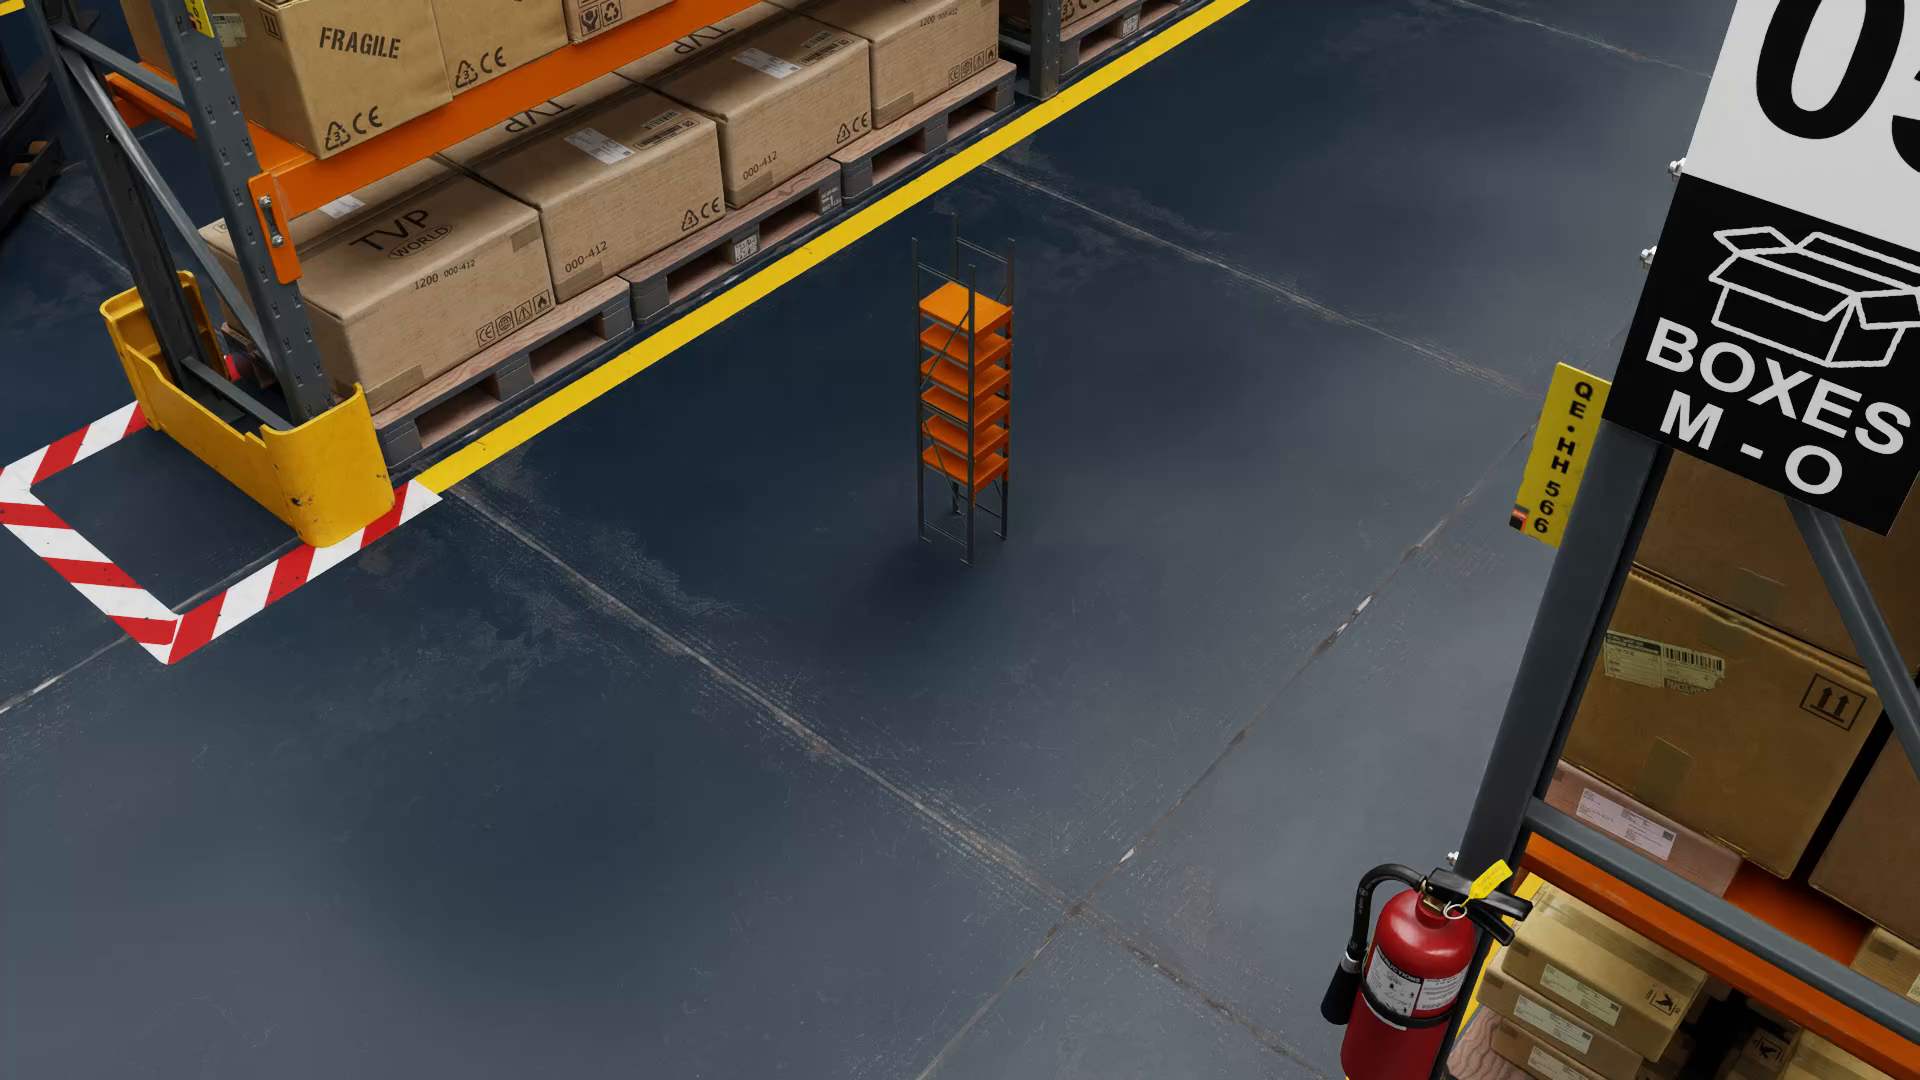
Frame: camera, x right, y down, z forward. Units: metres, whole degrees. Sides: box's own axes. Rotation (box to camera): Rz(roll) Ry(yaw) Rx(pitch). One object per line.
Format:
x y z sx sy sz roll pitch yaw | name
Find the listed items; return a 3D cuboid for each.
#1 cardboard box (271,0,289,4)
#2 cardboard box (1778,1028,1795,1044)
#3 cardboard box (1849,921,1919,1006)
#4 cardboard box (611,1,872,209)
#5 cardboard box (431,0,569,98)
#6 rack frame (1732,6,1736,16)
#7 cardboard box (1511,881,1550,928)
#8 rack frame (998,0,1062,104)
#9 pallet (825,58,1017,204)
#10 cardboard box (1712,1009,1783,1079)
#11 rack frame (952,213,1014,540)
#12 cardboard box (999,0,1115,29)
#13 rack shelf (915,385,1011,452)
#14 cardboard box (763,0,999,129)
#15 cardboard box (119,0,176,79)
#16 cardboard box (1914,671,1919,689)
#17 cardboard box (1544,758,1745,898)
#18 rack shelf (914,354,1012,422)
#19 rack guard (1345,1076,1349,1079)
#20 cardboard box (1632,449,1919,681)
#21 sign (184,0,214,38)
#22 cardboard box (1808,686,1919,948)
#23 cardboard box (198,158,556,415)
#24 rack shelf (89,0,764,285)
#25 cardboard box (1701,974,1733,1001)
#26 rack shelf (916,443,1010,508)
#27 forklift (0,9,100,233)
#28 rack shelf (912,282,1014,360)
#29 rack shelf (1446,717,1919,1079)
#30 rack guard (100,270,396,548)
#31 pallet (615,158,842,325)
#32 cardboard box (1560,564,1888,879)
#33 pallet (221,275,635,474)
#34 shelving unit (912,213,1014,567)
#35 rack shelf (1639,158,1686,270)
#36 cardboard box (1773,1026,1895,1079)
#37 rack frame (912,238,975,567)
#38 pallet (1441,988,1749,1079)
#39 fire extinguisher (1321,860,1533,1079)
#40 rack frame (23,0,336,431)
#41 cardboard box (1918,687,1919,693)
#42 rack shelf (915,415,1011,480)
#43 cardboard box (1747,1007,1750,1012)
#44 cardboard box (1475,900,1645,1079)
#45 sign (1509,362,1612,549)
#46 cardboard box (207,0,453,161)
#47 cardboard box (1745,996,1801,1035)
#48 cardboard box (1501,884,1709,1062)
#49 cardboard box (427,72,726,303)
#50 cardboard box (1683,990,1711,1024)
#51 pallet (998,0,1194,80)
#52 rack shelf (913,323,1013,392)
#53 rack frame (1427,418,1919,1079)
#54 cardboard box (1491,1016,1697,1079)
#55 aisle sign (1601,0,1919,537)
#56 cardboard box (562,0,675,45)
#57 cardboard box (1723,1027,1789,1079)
-1.987 -1.949 4.846 0.500 0.500 0.500 28 49 28 | cardboard box
2.092 1.187 3.800 0.380 0.149 0.250 29 50 28 | cardboard box
1.799 0.741 2.892 0.380 0.149 0.250 29 50 28 | cardboard box
-1.002 -1.947 7.254 0.875 0.438 0.875 28 49 27 | cardboard box
-1.681 -1.850 5.481 0.500 0.500 0.500 29 50 28 | cardboard box
1.339 -1.546 0.762 1.000 3.000 0.127 29 50 28 | rack frame
1.606 1.035 4.189 0.380 0.149 0.250 31 51 30 | cardboard box
0.060 -3.477 7.345 1.000 3.000 0.127 29 50 28 | rack frame
-0.489 -2.088 7.890 1.003 0.211 1.213 29 50 28 | pallet
2.027 1.271 3.929 0.380 0.149 0.250 29 50 28 | cardboard box
0.068 -0.498 5.406 0.240 1.200 0.006 29 50 28 | rack frame
0.398 -3.201 8.308 0.875 0.875 0.875 31 51 30 | cardboard box
0.009 -0.419 5.384 0.258 0.103 0.180 29 50 28 | rack shelf
-0.426 -2.408 7.761 0.875 0.438 0.875 29 50 28 | cardboard box
-2.407 -1.818 5.445 0.500 0.500 0.500 30 50 29 | cardboard box
2.165 0.128 3.084 0.500 0.500 0.500 30 50 29 | cardboard box
1.333 0.476 3.184 0.380 0.149 0.250 30 50 28 | cardboard box
0.009 -0.507 5.304 0.258 0.103 0.180 29 50 28 | rack shelf
1.388 1.559 3.664 1.175 0.500 0.348 29 50 28 | rack guard
1.443 -0.187 2.687 0.500 0.500 0.500 28 49 28 | cardboard box
-2.093 -1.524 4.494 0.100 0.325 0.005 29 50 28 | sign
1.840 0.415 2.769 0.500 0.500 0.500 32 51 30 | cardboard box
-2.166 -1.008 6.222 0.875 0.438 0.875 28 49 27 | cardboard box
-1.227 -2.182 6.454 1.077 0.370 4.000 29 50 28 | rack shelf
1.692 0.866 3.933 0.380 0.149 0.250 30 50 29 | cardboard box
0.009 -0.241 5.546 0.258 0.103 0.180 29 50 28 | rack shelf
-4.641 -2.562 6.389 1.130 2.935 3.031 0 42 0 | forklift
0.009 -0.685 5.142 0.258 0.103 0.180 29 50 28 | rack shelf
2.627 -0.090 4.154 1.077 0.370 4.000 29 50 28 | rack shelf
-2.530 -0.481 5.907 1.175 0.500 0.348 29 50 28 | rack guard
-1.274 -1.457 7.196 1.003 0.211 1.213 29 50 28 | pallet
1.432 0.183 3.023 0.500 0.500 0.500 31 50 29 | cardboard box
-2.060 -0.832 6.508 1.003 0.211 1.213 29 50 28 | pallet
0.009 -0.451 5.355 0.258 1.200 0.189 29 50 28 | shelving unit
2.627 -1.200 3.145 1.077 0.370 4.000 29 50 28 | rack shelf
1.937 1.230 3.532 0.380 0.149 0.250 27 49 27 | cardboard box
-0.050 -0.404 5.303 0.240 1.200 0.006 29 50 28 | rack frame
1.938 1.263 4.204 1.003 0.211 1.213 29 50 28 | pallet
0.824 0.770 3.008 0.296 0.674 0.183 29 50 28 | fire extinguisher
-2.514 -1.418 5.080 1.000 3.000 0.127 29 50 28 | rack frame
1.831 0.040 2.438 0.500 0.500 0.500 29 50 28 | cardboard box
0.009 -0.330 5.465 0.258 0.103 0.180 29 50 28 | rack shelf
2.182 1.140 4.073 0.380 0.149 0.250 30 50 29 | cardboard box
1.461 1.067 3.932 0.380 0.149 0.250 28 49 27 | cardboard box
0.927 -0.123 2.560 0.100 0.325 0.005 29 50 28 | sign
-1.986 -1.578 5.181 0.500 0.500 0.500 29 50 28 | cardboard box
2.022 1.036 3.746 0.380 0.149 0.250 30 50 29 | cardboard box
1.486 0.970 3.818 0.380 0.149 0.250 30 50 29 | cardboard box
-1.584 -1.483 6.744 0.875 0.438 0.875 31 51 29 | cardboard box
1.670 0.956 4.055 0.380 0.149 0.250 28 49 28 | cardboard box
0.499 -2.876 8.756 1.003 0.211 1.213 29 50 28 | pallet
0.009 -0.596 5.223 0.258 0.103 0.180 29 50 28 | rack shelf
1.339 0.673 2.780 1.000 3.000 0.127 29 50 28 | rack frame
1.519 1.211 3.995 0.380 0.149 0.250 30 50 29 | cardboard box
1.063 -0.381 2.007 0.394 0.787 0.004 29 50 28 | aisle sign
-1.340 -2.104 5.760 0.500 0.500 0.500 29 50 28 | cardboard box
1.873 1.304 3.672 0.380 0.149 0.250 32 51 30 | cardboard box
